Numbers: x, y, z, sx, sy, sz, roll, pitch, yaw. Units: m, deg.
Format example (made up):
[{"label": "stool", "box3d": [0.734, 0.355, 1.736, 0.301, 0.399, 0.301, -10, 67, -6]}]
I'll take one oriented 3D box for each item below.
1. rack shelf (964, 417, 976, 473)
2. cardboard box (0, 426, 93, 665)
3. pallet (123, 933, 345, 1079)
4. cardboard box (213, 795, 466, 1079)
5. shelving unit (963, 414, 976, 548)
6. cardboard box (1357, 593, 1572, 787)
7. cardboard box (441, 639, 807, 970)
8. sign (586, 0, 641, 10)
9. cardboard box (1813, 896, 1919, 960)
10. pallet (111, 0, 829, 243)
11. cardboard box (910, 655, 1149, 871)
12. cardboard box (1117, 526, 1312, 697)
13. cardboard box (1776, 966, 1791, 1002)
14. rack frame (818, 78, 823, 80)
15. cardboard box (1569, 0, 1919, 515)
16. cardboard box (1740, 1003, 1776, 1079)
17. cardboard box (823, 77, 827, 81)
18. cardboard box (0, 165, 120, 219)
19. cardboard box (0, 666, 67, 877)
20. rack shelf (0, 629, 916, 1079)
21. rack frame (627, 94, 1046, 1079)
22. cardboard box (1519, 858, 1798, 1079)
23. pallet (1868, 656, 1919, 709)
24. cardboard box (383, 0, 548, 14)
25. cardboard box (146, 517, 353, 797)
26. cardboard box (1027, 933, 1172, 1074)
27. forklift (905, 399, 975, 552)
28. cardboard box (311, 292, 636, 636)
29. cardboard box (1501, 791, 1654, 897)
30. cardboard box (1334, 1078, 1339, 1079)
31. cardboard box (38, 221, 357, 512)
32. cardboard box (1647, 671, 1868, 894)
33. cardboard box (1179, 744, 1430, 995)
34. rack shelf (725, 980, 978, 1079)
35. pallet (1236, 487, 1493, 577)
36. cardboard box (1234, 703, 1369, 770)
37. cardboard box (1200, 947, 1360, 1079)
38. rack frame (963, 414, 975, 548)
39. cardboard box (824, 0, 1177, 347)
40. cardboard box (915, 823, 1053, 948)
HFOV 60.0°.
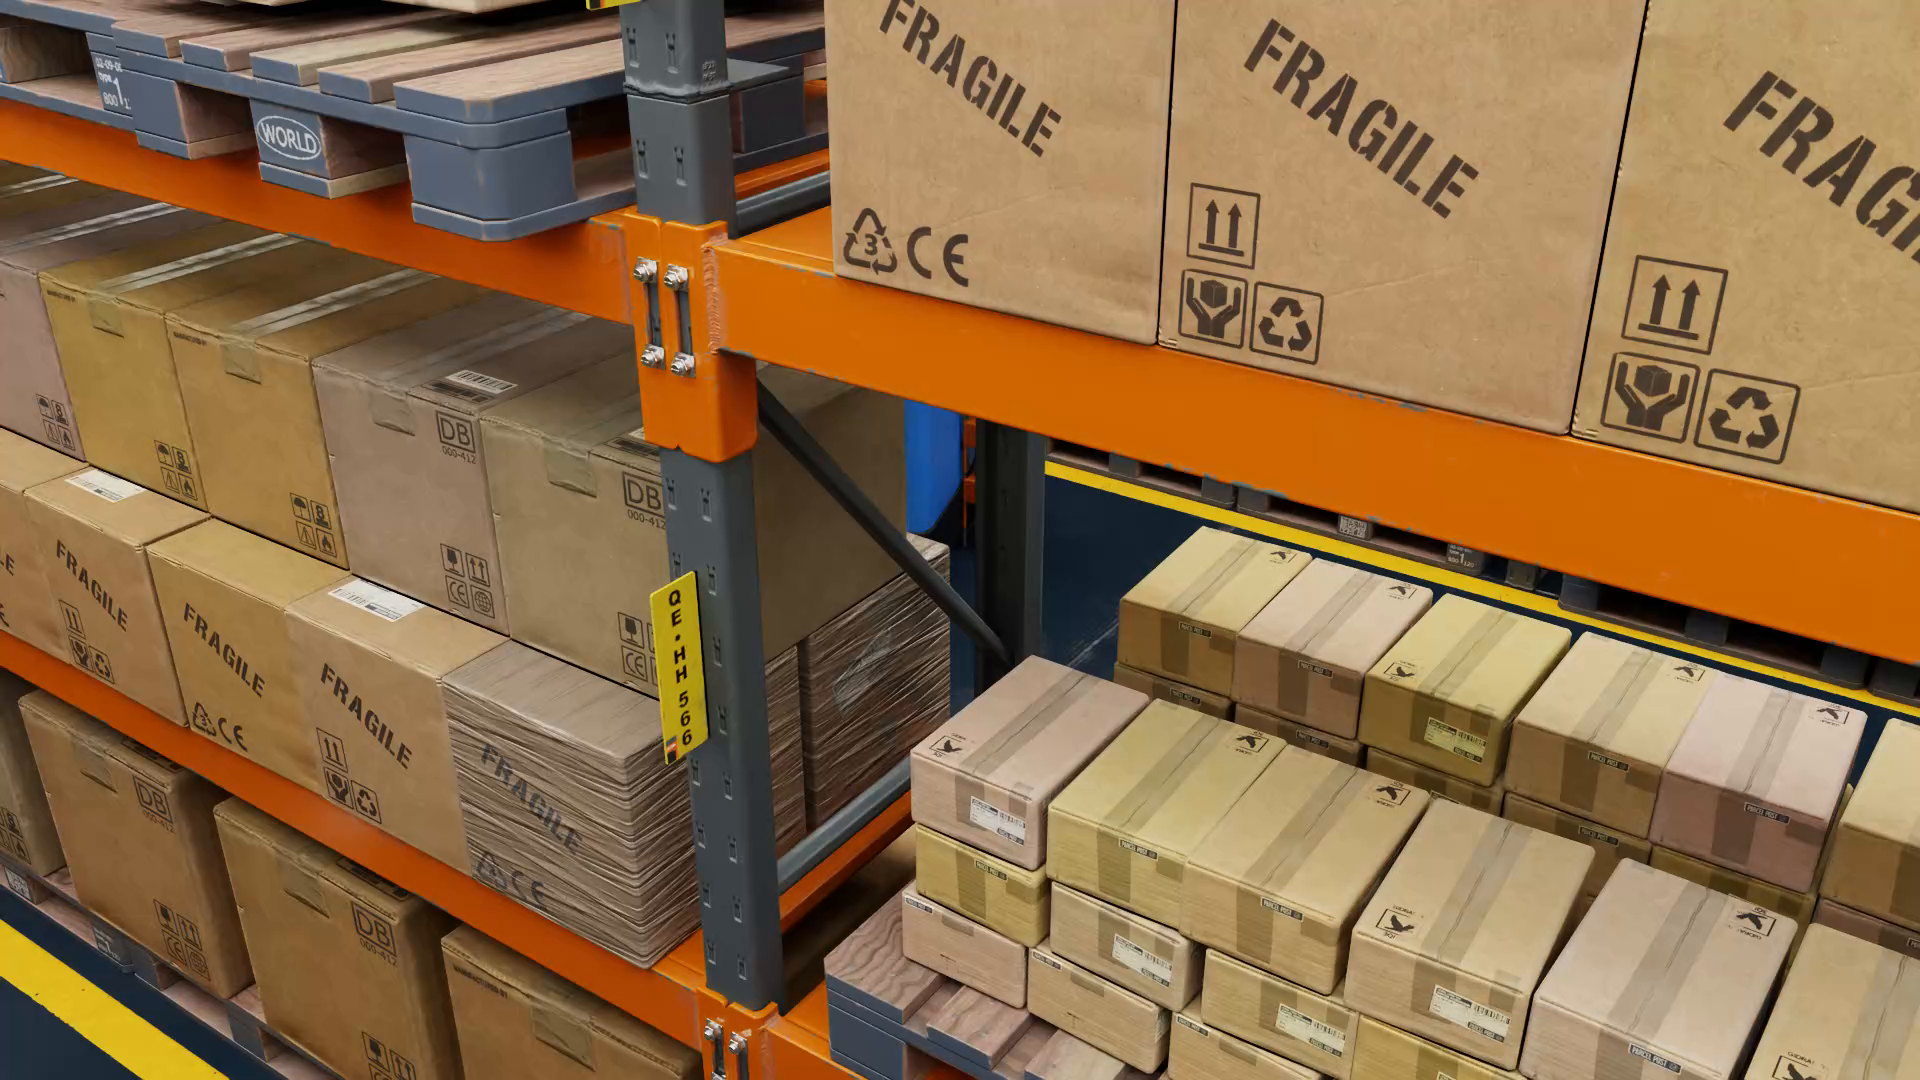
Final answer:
[{"label": "rack shelf", "box3d": [0.170, -0.438, 7.476, 0.240, 0.259, 0.215, 13, 30, 24]}, {"label": "cardboard box", "box3d": [-2.339, -0.056, 4.442, 0.500, 0.500, 0.500, 17, 32, 30]}, {"label": "pallet", "box3d": [-1.759, 1.220, 5.119, 1.213, 0.211, 1.003, 17, 32, 30]}, {"label": "cardboard box", "box3d": [-1.324, 0.924, 4.645, 0.750, 0.750, 1.050, 18, 32, 31]}, {"label": "shelving unit", "box3d": [0.170, -0.447, 7.471, 0.252, 1.050, 0.215, 13, 30, 24]}, {"label": "cardboard box", "box3d": [0.935, 0.268, 3.073, 0.250, 0.149, 0.380, 18, 32, 32]}, {"label": "cardboard box", "box3d": [-0.674, 0.462, 3.425, 0.500, 0.500, 0.500, 17, 32, 30]}, {"label": "sign", "box3d": [-0.471, -0.875, 2.199, 0.005, 0.325, 0.100, 17, 32, 30]}, {"label": "cardboard box", "box3d": [1.579, 0.601, 2.748, 0.250, 0.149, 0.380, 18, 32, 32]}, {"label": "pallet", "box3d": [-0.711, -0.876, 3.066, 1.003, 0.211, 1.213, 19, 33, 33]}, {"label": "cardboard box", "box3d": [0.124, 0.374, 2.867, 0.250, 0.149, 0.380, 17, 32, 30]}, {"label": "cardboard box", "box3d": [0.513, 0.136, 3.334, 0.250, 0.149, 0.380, 16, 31, 28]}, {"label": "cardboard box", "box3d": [1.358, 0.666, 2.949, 0.250, 0.149, 0.380, 16, 31, 28]}, {"label": "rack frame", "box3d": [-0.556, -2.334, 9.029, 0.127, 3.000, 1.000, 17, 32, 30]}, {"label": "cardboard box", "box3d": [1.001, -0.361, 1.735, 0.500, 0.500, 0.500, 17, 32, 30]}, {"label": "cardboard box", "box3d": [0.994, 0.778, 2.400, 0.250, 0.149, 0.380, 17, 32, 30]}, {"label": "cardboard box", "box3d": [-0.892, -2.650, 9.211, 0.500, 0.500, 0.875, 17, 32, 30]}, {"label": "cardboard box", "box3d": [-2.610, -0.739, 4.682, 0.500, 0.500, 0.700, 17, 31, 29]}, {"label": "cardboard box", "box3d": [-2.885, 0.436, 5.604, 0.750, 0.750, 1.050, 17, 32, 30]}, {"label": "rack shelf", "box3d": [-1.799, 0.329, 4.590, 4.000, 0.370, 1.077, 17, 32, 30]}, {"label": "rack frame", "box3d": [-0.150, 0.522, 3.418, 0.127, 3.000, 1.000, 17, 32, 30]}, {"label": "cardboard box", "box3d": [0.986, 0.642, 2.339, 0.250, 0.149, 0.380, 19, 33, 33]}, {"label": "pallet", "box3d": [4.350, 0.480, 6.574, 1.213, 0.211, 1.003, 17, 32, 30]}, {"label": "cardboard box", "box3d": [-0.769, -1.014, 2.813, 0.250, 0.166, 0.380, 17, 32, 30]}, {"label": "cardboard box", "box3d": [-1.496, 0.205, 3.930, 0.500, 0.500, 0.500, 17, 31, 29]}, {"label": "cardboard box", "box3d": [0.325, 0.706, 2.870, 0.250, 0.149, 0.380, 19, 33, 33]}, {"label": "forklift", "box3d": [-1.457, -1.449, 7.365, 3.031, 2.935, 1.130, 7, 28, 14]}, {"label": "cardboard box", "box3d": [-0.933, -0.217, 3.656, 0.500, 0.500, 0.700, 17, 31, 30]}, {"label": "cardboard box", "box3d": [1.160, 0.469, 3.006, 0.250, 0.149, 0.380, 17, 32, 30]}, {"label": "cardboard box", "box3d": [0.771, 0.844, 2.599, 0.250, 0.149, 0.380, 19, 33, 33]}, {"label": "cardboard box", "box3d": [-1.778, -0.479, 4.171, 0.500, 0.500, 0.700, 17, 32, 30]}, {"label": "cardboard box", "box3d": [1.352, 0.400, 2.815, 0.250, 0.149, 0.380, 17, 32, 30]}, {"label": "cardboard box", "box3d": [0.543, 0.505, 2.608, 0.250, 0.149, 0.380, 17, 32, 30]}, {"label": "rack shelf", "box3d": [1.498, 1.356, 2.572, 4.000, 0.370, 1.077, 17, 32, 30]}, {"label": "pallet", "box3d": [2.098, -0.265, 8.038, 1.213, 0.211, 1.003, 17, 32, 30]}, {"label": "cardboard box", "box3d": [0.736, 0.338, 3.264, 0.250, 0.149, 0.380, 19, 32, 32]}, {"label": "cardboard box", "box3d": [0.581, 0.649, 2.653, 0.250, 0.149, 0.380, 16, 31, 29]}, {"label": "rack frame", "box3d": [0.061, -0.472, 7.520, 0.008, 1.050, 0.200, 13, 30, 24]}, {"label": "cardboard box", "box3d": [0.170, -0.614, 2.231, 0.500, 0.500, 0.500, 17, 32, 30]}, {"label": "cardboard box", "box3d": [0.134, 0.513, 2.921, 0.250, 0.149, 0.380, 19, 33, 33]}]
